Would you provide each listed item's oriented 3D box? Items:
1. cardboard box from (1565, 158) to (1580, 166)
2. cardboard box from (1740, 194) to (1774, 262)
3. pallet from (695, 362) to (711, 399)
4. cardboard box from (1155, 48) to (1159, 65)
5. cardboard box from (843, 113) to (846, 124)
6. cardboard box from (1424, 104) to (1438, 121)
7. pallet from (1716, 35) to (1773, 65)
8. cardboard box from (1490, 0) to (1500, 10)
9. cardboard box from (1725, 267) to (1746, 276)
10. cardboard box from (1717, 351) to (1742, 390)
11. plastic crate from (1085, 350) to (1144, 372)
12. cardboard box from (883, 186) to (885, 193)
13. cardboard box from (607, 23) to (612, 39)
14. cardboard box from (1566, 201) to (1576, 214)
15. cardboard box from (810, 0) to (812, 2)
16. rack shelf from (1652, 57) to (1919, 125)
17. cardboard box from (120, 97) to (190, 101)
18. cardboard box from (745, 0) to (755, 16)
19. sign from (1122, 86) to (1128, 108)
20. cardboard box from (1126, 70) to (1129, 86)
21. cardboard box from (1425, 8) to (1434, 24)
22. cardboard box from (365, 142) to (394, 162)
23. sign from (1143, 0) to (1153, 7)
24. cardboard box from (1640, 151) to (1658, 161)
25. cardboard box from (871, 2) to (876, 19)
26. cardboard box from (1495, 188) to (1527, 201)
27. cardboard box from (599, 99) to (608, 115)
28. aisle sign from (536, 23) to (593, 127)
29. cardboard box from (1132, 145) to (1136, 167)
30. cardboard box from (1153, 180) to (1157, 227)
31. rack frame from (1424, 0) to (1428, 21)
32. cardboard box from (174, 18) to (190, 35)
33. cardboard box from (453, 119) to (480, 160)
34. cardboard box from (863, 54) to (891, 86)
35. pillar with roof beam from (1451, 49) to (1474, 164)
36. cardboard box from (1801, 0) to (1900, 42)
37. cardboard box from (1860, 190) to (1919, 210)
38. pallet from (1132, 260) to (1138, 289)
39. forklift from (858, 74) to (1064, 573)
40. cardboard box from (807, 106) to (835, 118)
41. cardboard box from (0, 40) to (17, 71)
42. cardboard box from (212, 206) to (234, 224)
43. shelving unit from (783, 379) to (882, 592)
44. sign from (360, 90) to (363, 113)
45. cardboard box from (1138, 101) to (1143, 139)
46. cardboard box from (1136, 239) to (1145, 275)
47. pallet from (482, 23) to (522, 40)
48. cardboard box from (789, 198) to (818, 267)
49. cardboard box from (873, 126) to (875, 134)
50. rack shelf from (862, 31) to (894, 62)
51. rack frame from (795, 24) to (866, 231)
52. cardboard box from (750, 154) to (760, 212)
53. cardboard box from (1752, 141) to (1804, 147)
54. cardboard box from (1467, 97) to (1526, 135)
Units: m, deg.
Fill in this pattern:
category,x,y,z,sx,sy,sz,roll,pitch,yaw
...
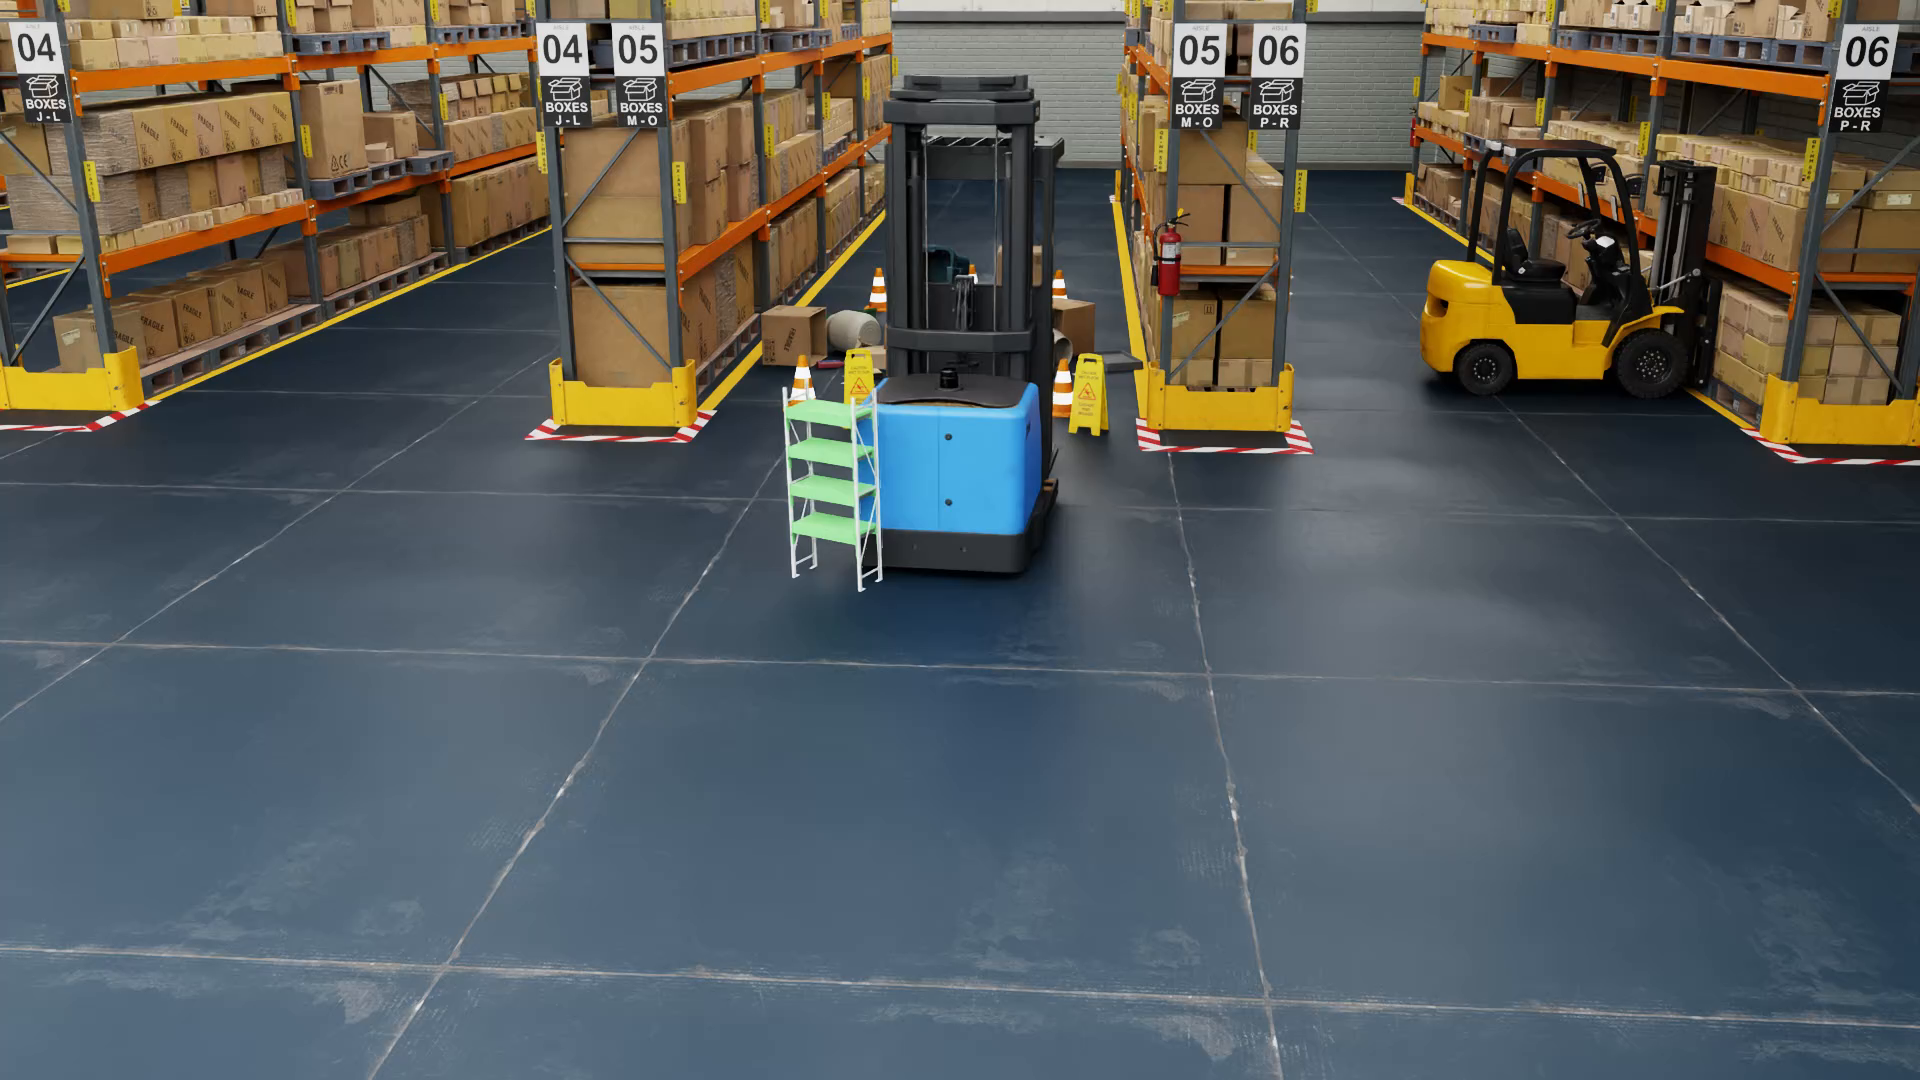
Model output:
category,x,y,z,sx,sy,sz,roll,pitch,yaw
cardboard box,7.294,-4.446,19.111,0.500,0.250,0.500,1,18,3
cardboard box,6.909,-2.612,13.916,0.500,0.500,0.500,2,18,6
pallet,-2.827,-1.358,14.730,1.003,0.211,1.213,1,18,4
cardboard box,1.978,-4.413,15.160,0.380,0.149,0.250,1,18,3
cardboard box,-1.832,-6.010,23.699,0.380,0.149,0.250,1,18,2
cardboard box,7.899,-6.993,27.209,0.500,0.250,0.500,1,18,5
pallet,7.250,-4.227,14.331,1.003,0.211,1.213,1,18,4
cardboard box,7.490,-7.340,22.781,0.380,0.149,0.250,1,18,3
cardboard box,7.462,-2.383,15.515,0.500,0.250,0.500,1,18,4
cardboard box,6.853,-1.445,14.257,0.500,0.250,0.500,1,18,4
plastic crate,1.494,-1.740,16.105,0.402,0.080,0.583,-5,19,-15
cardboard box,-1.407,-5.997,28.313,0.380,0.149,0.250,2,18,6
cardboard box,-3.084,-4.255,13.844,0.380,0.149,0.250,2,18,5
cardboard box,8.057,-4.286,21.485,0.380,0.149,0.250,2,18,6
cardboard box,-1.892,-7.034,21.367,0.396,0.266,0.258,1,18,4
rack shelf,7.232,-3.949,14.497,1.077,0.370,4.000,1,18,4
cardboard box,-7.816,-4.037,16.183,0.500,0.500,0.500,1,18,4
cardboard box,-2.299,-5.260,16.269,0.500,0.250,0.500,1,18,3
sign,2.444,-6.542,24.554,0.100,0.325,0.005,1,18,4
cardboard box,2.801,-6.914,25.440,0.500,0.500,0.500,1,18,3
cardboard box,7.932,-8.578,27.230,0.500,0.250,0.500,1,18,3
cardboard box,-7.023,-4.672,19.905,0.396,0.266,0.258,1,18,2
sign,1.871,-5.466,16.508,0.100,0.325,0.005,1,18,4
cardboard box,7.179,-3.954,16.970,0.380,0.149,0.250,2,18,6
cardboard box,-1.582,-8.207,25.773,0.500,0.250,0.500,2,18,5
cardboard box,7.627,-4.779,22.990,0.380,0.149,0.250,2,18,6
cardboard box,-6.370,-7.459,28.631,0.500,0.250,0.500,1,18,3
aisle sign,-3.111,-3.654,13.081,0.394,0.787,0.004,1,18,4
cardboard box,2.489,-4.931,21.394,0.500,0.250,0.500,1,18,2
cardboard box,1.982,-3.029,14.711,0.500,0.500,0.500,1,18,4
rack frame,8.236,-10.065,27.188,1.000,3.000,0.127,1,18,4
cardboard box,-7.392,-4.763,15.425,0.380,0.149,0.250,1,18,2
cardboard box,-6.832,-5.413,22.464,0.500,0.500,0.500,1,18,2
cardboard box,-1.444,-7.919,28.030,0.500,0.500,0.500,1,18,3
pillar with roof beam,5.034,-10.978,29.975,9.100,9.000,0.400,1,18,4
cardboard box,6.878,-4.108,12.829,0.500,0.500,0.500,2,18,6
cardboard box,7.372,-2.700,13.144,0.380,0.149,0.250,1,18,3
pallet,2.654,-3.271,20.567,1.003,0.211,1.213,1,18,4
forklift,0.097,-1.612,11.134,1.130,2.935,3.031,3,18,8
cardboard box,-1.914,-5.828,22.667,0.380,0.149,0.250,2,18,6
cardboard box,-7.965,-4.085,13.997,0.500,0.250,0.500,2,18,5
cardboard box,-7.304,-3.160,16.152,0.380,0.149,0.250,1,18,4
shelving unit,-0.760,-0.328,9.985,0.503,1.200,0.258,11,23,29
sign,-7.727,-5.622,21.403,0.100,0.325,0.005,1,18,4
cardboard box,2.448,-5.093,20.336,0.500,0.500,0.500,1,18,2
cardboard box,2.616,-3.385,19.983,0.950,0.372,0.625,1,18,3
pallet,-6.903,-7.351,24.031,0.805,0.209,1.217,1,18,2
cardboard box,-2.367,-3.862,20.829,1.050,0.750,0.750,1,18,3
cardboard box,-1.554,-6.532,26.443,0.380,0.149,0.250,2,18,6
rack shelf,-1.803,-7.865,26.447,1.077,0.370,4.000,1,18,4
rack frame,-1.946,-6.160,24.907,1.000,3.000,0.127,1,18,4
cardboard box,-2.534,-3.632,16.950,0.875,0.550,0.550,1,18,4
cardboard box,7.634,-3.640,15.533,0.380,0.149,0.250,1,18,3
cardboard box,7.692,-6.074,23.806,0.700,0.500,0.500,2,18,5
